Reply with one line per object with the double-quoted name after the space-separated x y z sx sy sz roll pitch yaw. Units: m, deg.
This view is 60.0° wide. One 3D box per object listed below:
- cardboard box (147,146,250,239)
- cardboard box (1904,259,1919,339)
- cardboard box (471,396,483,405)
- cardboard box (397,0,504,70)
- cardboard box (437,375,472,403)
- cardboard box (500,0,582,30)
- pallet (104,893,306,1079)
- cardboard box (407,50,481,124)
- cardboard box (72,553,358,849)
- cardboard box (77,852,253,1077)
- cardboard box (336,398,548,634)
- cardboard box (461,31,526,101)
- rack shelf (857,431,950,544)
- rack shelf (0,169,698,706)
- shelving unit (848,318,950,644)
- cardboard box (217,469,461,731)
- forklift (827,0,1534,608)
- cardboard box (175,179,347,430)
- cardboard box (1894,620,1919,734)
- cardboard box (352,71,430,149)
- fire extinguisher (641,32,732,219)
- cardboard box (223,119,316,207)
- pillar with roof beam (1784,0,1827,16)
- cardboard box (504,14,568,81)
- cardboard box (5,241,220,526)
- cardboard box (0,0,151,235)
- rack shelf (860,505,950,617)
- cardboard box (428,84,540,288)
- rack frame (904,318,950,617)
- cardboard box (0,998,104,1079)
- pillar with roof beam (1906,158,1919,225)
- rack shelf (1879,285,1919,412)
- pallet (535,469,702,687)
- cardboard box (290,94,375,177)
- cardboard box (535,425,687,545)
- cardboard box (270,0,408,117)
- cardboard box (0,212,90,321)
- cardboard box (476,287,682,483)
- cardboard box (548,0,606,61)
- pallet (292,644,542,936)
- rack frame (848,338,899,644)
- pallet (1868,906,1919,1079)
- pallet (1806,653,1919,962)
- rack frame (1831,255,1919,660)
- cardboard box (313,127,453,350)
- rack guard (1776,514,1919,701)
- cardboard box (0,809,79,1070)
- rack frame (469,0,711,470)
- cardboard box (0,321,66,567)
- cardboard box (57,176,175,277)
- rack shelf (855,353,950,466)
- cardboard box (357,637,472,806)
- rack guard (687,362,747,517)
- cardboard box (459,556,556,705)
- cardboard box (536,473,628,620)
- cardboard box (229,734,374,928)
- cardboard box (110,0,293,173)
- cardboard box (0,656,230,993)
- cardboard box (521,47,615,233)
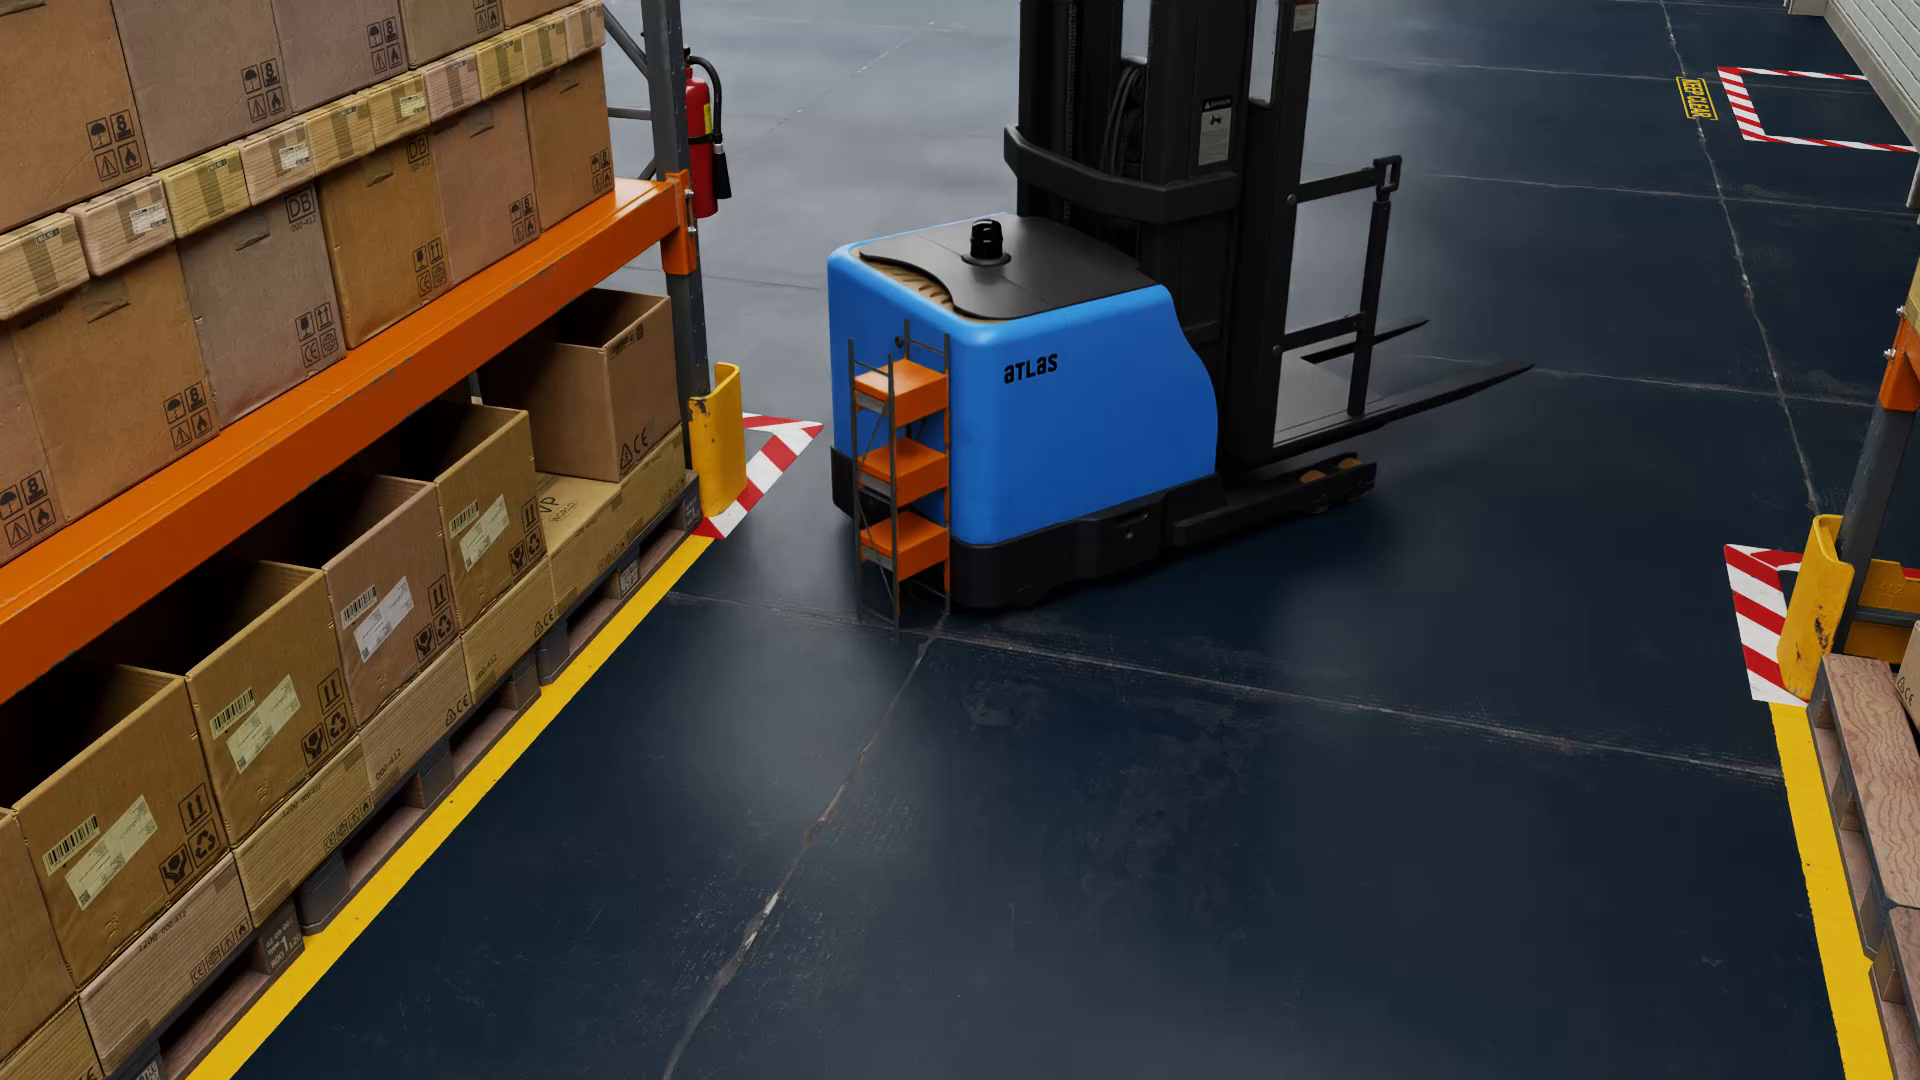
-1.908 -0.828 3.882 0.380 0.149 0.250 8 30 14 "cardboard box"
2.840 -0.598 4.374 0.500 0.250 0.500 8 30 13 "cardboard box"
-1.820 -0.306 6.111 0.500 0.250 0.500 8 30 15 "cardboard box"
-1.764 -1.667 4.725 0.700 0.500 0.500 8 30 14 "cardboard box"
-1.965 -0.401 5.511 0.500 0.500 0.500 8 30 15 "cardboard box"
-1.614 -1.913 5.165 0.700 0.500 0.500 9 30 15 "cardboard box"
-2.350 1.172 3.926 1.003 0.211 1.213 8 30 15 "pallet"
-1.606 -1.307 4.744 0.380 0.149 0.250 9 30 16 "cardboard box"
-1.895 0.372 4.121 0.500 0.500 0.500 8 30 15 "cardboard box"
-2.046 0.931 3.887 0.500 0.250 0.500 8 30 15 "cardboard box"
-1.602 -0.093 4.956 0.500 0.500 0.500 8 30 15 "cardboard box"
-1.530 -1.423 4.953 0.380 0.149 0.250 8 30 14 "cardboard box"
-0.193 -0.175 5.507 0.215 0.259 0.240 26 38 38 "rack shelf"
-2.037 -0.298 4.440 1.077 0.370 4.000 8 30 15 "rack shelf"
-0.193 -0.185 5.502 0.215 1.050 0.252 26 38 38 "shelving unit"
-1.750 0.139 4.539 0.500 0.500 0.500 8 30 15 "cardboard box"
1.025 -1.579 6.074 3.031 2.935 1.130 -18 34 -29 "forklift"
-2.051 -0.650 4.231 0.700 0.500 0.500 9 30 16 "cardboard box"
2.998 0.455 4.660 0.500 0.311 0.500 5 30 9 "cardboard box"
-1.683 -1.185 4.524 0.380 0.149 0.250 9 30 16 "cardboard box"
-0.971 -1.497 5.934 0.296 0.674 0.183 8 30 15 "fire extinguisher"
-1.833 -0.943 4.089 0.380 0.149 0.250 8 30 14 "cardboard box"
3.315 -9.200 13.532 9.100 9.000 0.400 8 30 15 "pillar with roof beam"
-1.455 -1.542 5.167 0.380 0.149 0.250 9 30 16 "cardboard box"
-2.200 -0.412 3.803 0.700 0.500 0.500 9 30 16 "cardboard box"
-2.205 -0.968 3.468 0.700 0.500 0.500 8 30 15 "cardboard box"
-0.193 0.068 5.642 0.215 0.259 0.240 26 38 38 "rack shelf"
-1.748 -1.126 5.085 0.700 0.500 0.500 9 30 16 "cardboard box"
-0.107 -0.227 5.577 0.200 1.050 0.008 26 38 38 "rack frame"
-2.198 1.163 3.470 0.500 0.250 0.500 8 30 15 "cardboard box"
1.554 -6.412 8.520 9.100 9.000 0.400 8 30 15 "pillar with roof beam"
2.700 0.407 3.172 1.077 0.370 4.000 8 30 15 "rack shelf"
-1.634 0.038 5.964 1.003 0.211 1.213 8 30 15 "pallet"
-1.758 -1.062 4.304 0.380 0.149 0.250 9 30 16 "cardboard box"
-1.325 -0.232 5.978 0.500 0.250 0.500 8 30 15 "cardboard box"
-1.911 -1.433 4.303 0.700 0.500 0.500 9 30 15 "cardboard box"
-2.061 -0.582 3.441 0.380 0.149 0.250 7 30 13 "cardboard box"
-1.323 -0.560 5.796 0.500 0.500 0.500 8 30 15 "cardboard box"
-1.380 -1.664 5.386 0.380 0.149 0.250 8 30 14 "cardboard box"
-1.994 0.603 4.948 1.003 0.211 1.213 8 30 15 "pallet"
-0.279 -0.142 5.426 0.200 1.050 0.008 26 38 38 "rack frame"
2.632 1.355 3.597 1.003 0.211 1.213 8 30 15 "pallet"
2.992 0.790 4.613 1.003 0.211 1.213 8 30 15 "pallet"
3.287 -0.837 4.668 1.000 3.000 0.127 8 30 15 "rack frame"
-1.900 -0.896 4.672 0.700 0.500 0.500 9 30 15 "cardboard box"
3.265 0.291 5.213 1.175 0.500 0.348 8 30 15 "rack guard"
-2.188 0.837 3.285 0.500 0.500 0.500 8 30 15 "cardboard box"
-1.450 -1.542 5.936 1.000 3.000 0.127 8 30 15 "rack frame"
-2.351 -0.180 3.385 0.700 0.500 0.500 8 30 14 "cardboard box"
-1.985 -0.707 3.665 0.380 0.149 0.250 8 30 13 "cardboard box"
-0.193 -0.423 5.369 0.215 0.259 0.240 26 38 38 "rack shelf"
-1.753 0.467 4.722 0.500 0.250 0.500 8 30 15 "cardboard box"
-1.443 -0.461 6.564 1.175 0.500 0.348 8 30 15 "rack guard"
-1.605 0.234 5.140 0.500 0.250 0.500 8 30 15 "cardboard box"
-1.460 0.002 5.558 0.500 0.250 0.500 8 30 15 "cardboard box"
-1.894 0.700 4.303 0.500 0.250 0.500 8 30 15 "cardboard box"
-2.058 -1.200 3.885 0.700 0.500 0.500 9 30 15 "cardboard box"
-2.049 0.603 3.705 0.500 0.500 0.500 8 30 15 "cardboard box"
-1.599 -1.370 5.525 0.700 0.500 0.500 9 30 15 "cardboard box"
